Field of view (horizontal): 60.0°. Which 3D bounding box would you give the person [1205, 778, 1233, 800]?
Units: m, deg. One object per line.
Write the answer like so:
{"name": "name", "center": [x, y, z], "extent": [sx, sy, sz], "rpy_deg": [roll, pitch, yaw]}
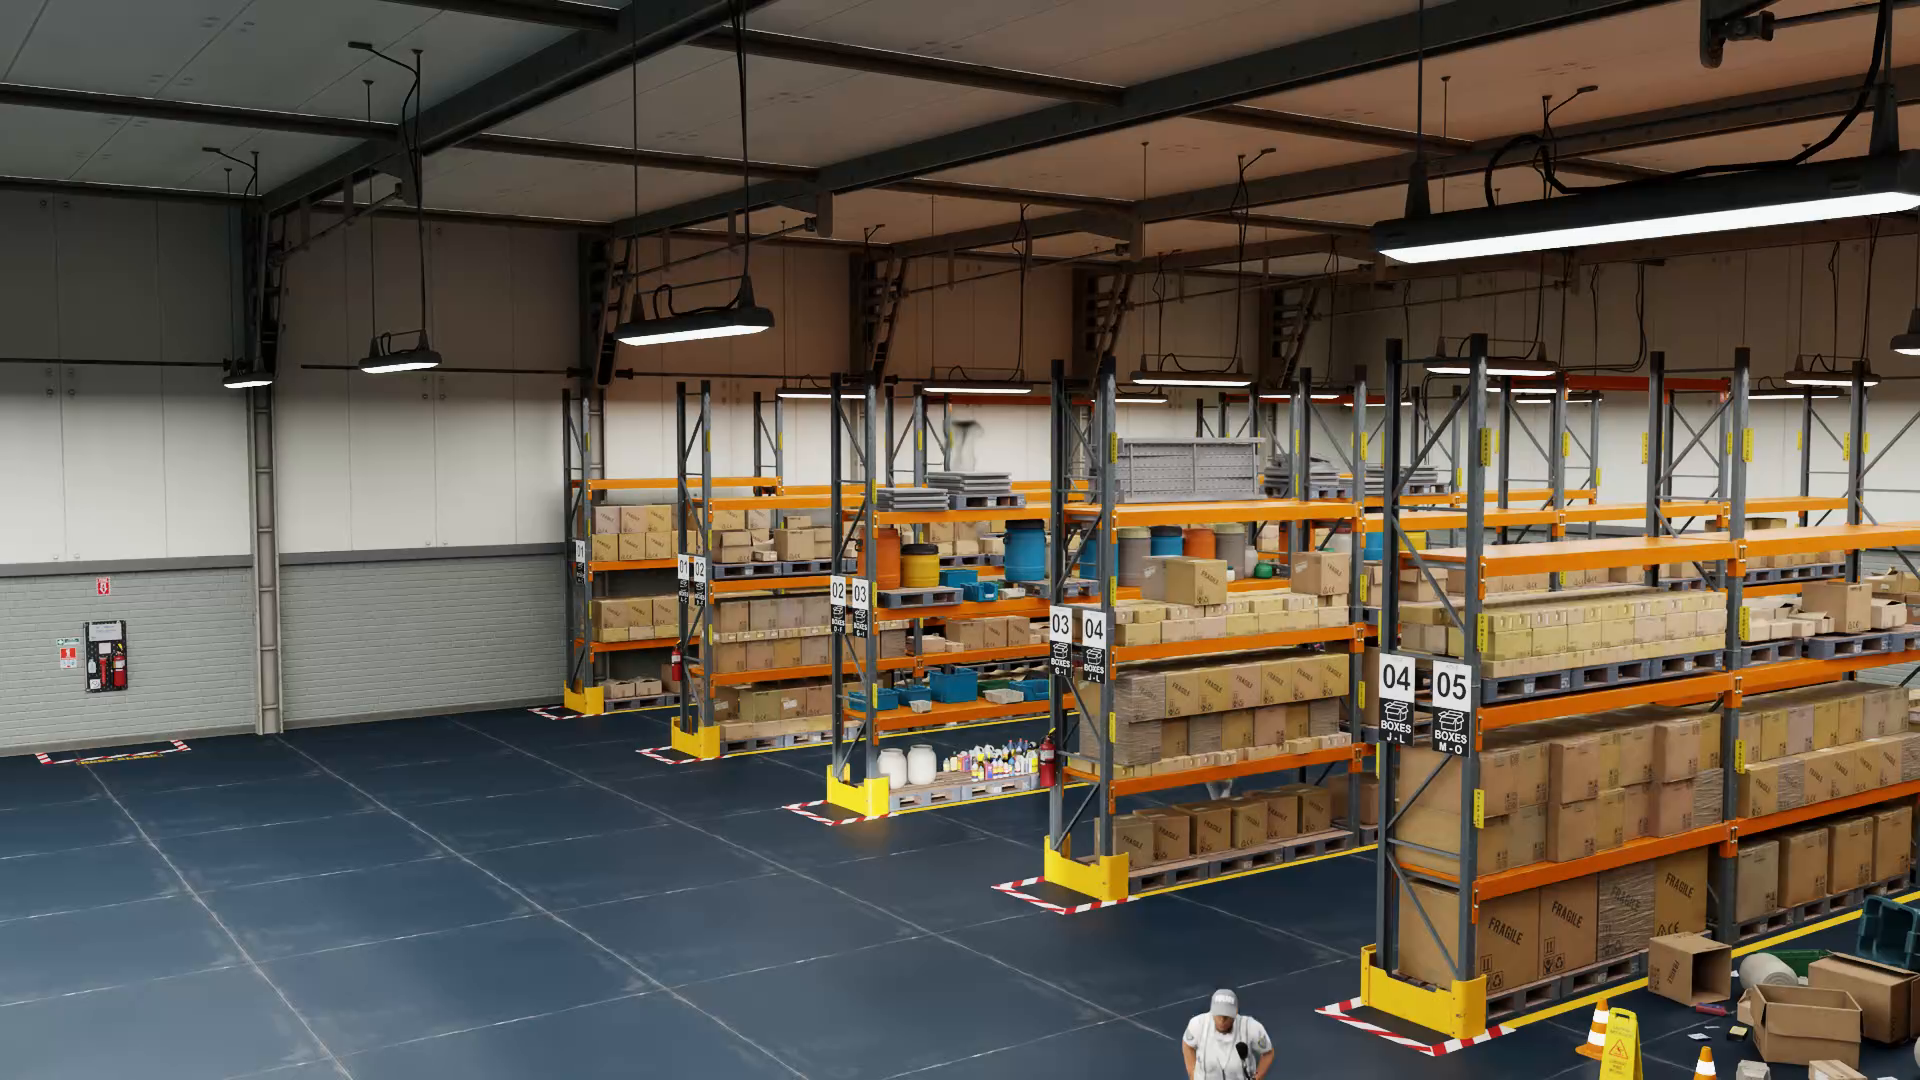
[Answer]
{"name": "person", "center": [3.466, 2.879, 22.935], "extent": [0.507, 1.631, 0.559], "rpy_deg": [-3, 5, -36]}

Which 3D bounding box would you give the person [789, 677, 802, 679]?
{"name": "person", "center": [-3.071, 2.461, 29.877], "extent": [0.688, 1.550, 0.917], "rpy_deg": [2, 4, 29]}

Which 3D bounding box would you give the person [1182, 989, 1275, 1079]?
{"name": "person", "center": [1.774, 3.689, 11.017], "extent": [0.606, 1.617, 0.870], "rpy_deg": [1, 4, 11]}
